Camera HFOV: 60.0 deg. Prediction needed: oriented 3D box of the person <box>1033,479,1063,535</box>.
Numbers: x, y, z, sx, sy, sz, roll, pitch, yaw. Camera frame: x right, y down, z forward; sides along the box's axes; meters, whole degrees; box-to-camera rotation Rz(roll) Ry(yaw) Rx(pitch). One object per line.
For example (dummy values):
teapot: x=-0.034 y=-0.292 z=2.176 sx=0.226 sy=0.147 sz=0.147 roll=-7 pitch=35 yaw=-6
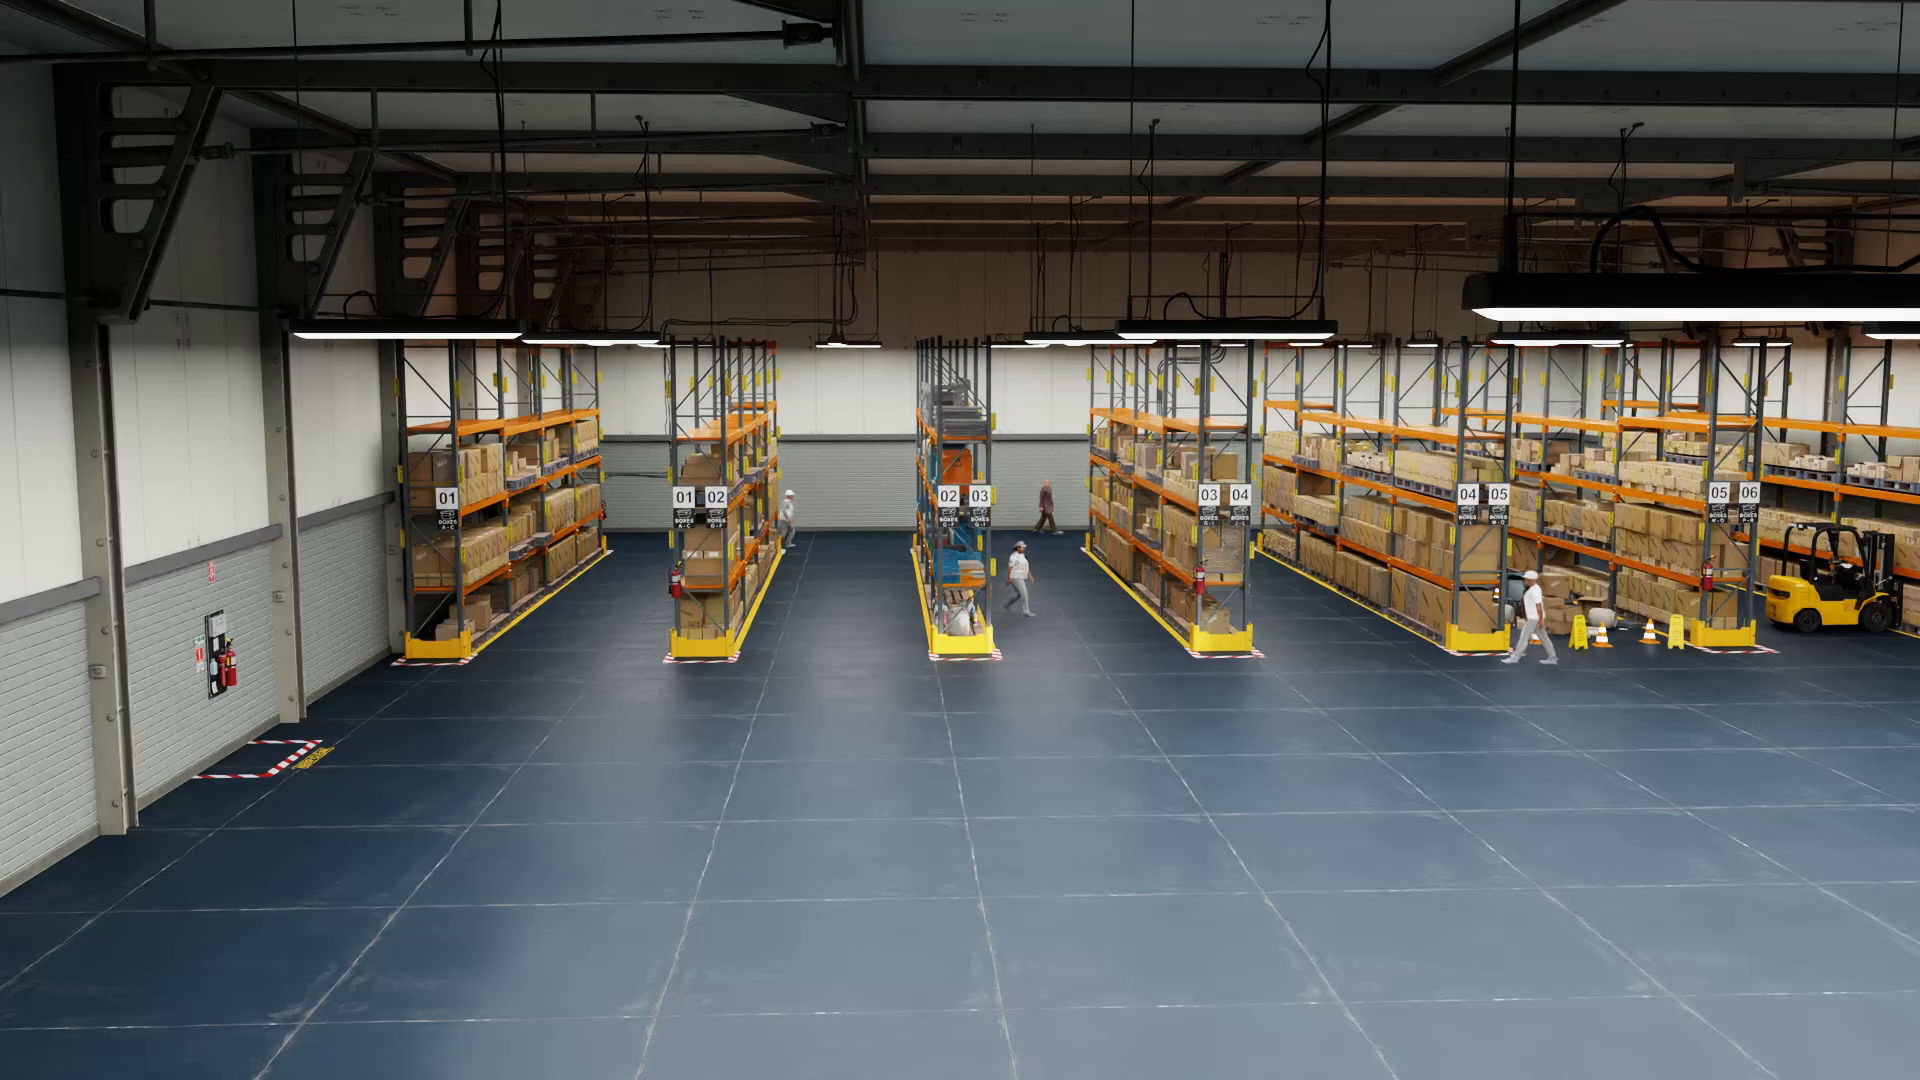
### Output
person: x=2.770 y=-1.039 z=51.883 sx=1.015 sy=1.741 sz=0.618 roll=3 pitch=7 yaw=22

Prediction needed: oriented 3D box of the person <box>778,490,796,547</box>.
person: x=-5.168 y=-0.618 z=48.375 sx=0.793 sy=1.701 sz=0.674 roll=0 pitch=6 yaw=2

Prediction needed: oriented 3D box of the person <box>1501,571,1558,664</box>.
person: x=10.421 y=1.404 z=30.341 sx=0.979 sy=1.699 sz=0.616 roll=3 pitch=7 yaw=24

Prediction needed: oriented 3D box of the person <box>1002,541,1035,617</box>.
person: x=1.289 y=0.836 z=36.121 sx=0.957 sy=1.607 sz=0.543 roll=3 pitch=7 yaw=28
